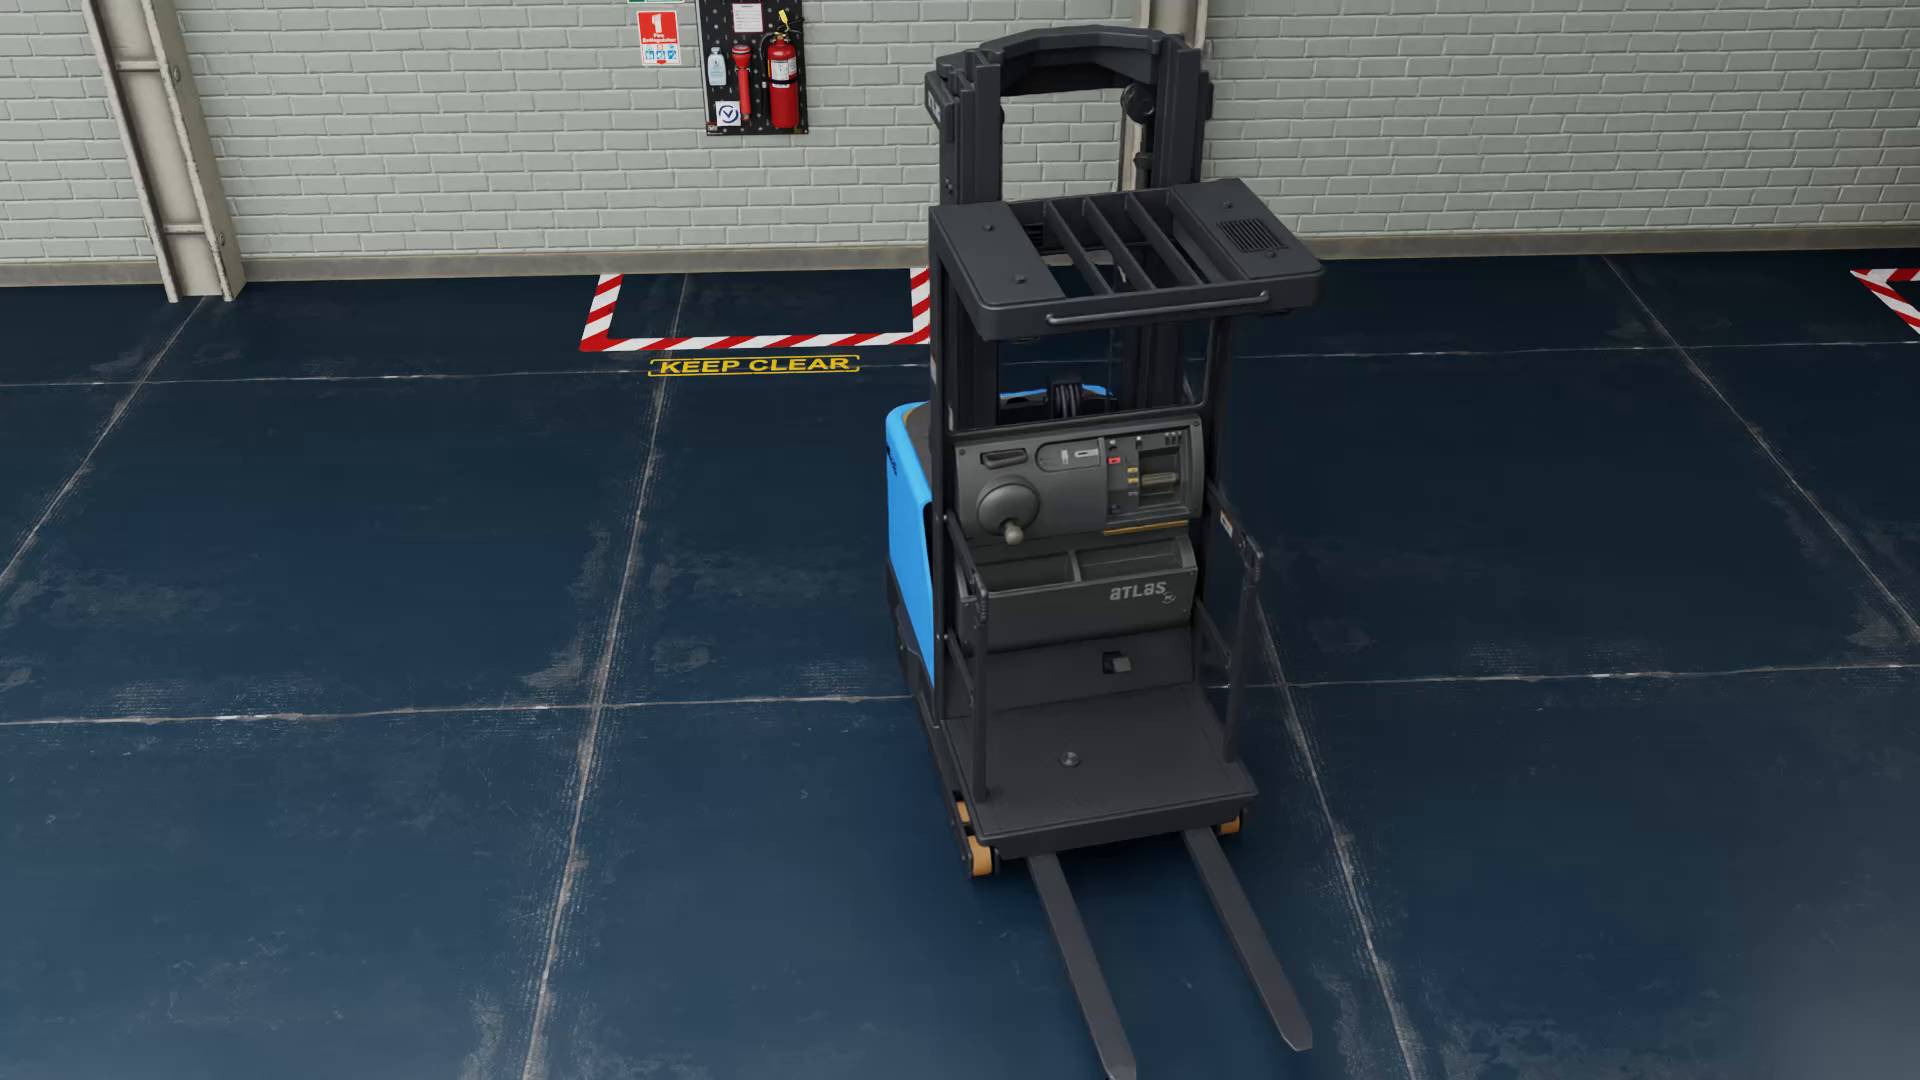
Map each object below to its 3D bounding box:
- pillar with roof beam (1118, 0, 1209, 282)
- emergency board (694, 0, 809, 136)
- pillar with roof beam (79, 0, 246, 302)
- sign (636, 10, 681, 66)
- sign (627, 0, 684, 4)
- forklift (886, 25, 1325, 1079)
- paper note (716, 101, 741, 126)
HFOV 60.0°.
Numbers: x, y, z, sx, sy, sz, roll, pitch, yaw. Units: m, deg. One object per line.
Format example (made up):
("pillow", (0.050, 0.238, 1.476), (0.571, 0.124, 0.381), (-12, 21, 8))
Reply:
("pillar with roof beam", (1.440, -2.994, 4.668), (0.400, 9.000, 9.100), (-2, 35, -2))
("emergency board", (-1.234, -2.929, 9.847), (0.643, 1.169, 0.194), (-2, 35, -2))
("pillar with roof beam", (-4.553, -2.832, 4.435), (0.400, 9.000, 9.100), (-2, 35, -2))
("sign", (-1.791, -2.988, 9.900), (0.234, 0.329, 0.001), (-2, 35, -2))
("sign", (-1.786, -3.200, 9.742), (0.331, 0.109, 0.001), (-2, 35, -2))
("forklift", (0.493, -0.153, 5.895), (1.130, 2.935, 3.031), (-7, 35, -11))
("paper note", (-1.414, -2.601, 10.147), (0.142, 0.148, 0.016), (-2, 35, -2))
